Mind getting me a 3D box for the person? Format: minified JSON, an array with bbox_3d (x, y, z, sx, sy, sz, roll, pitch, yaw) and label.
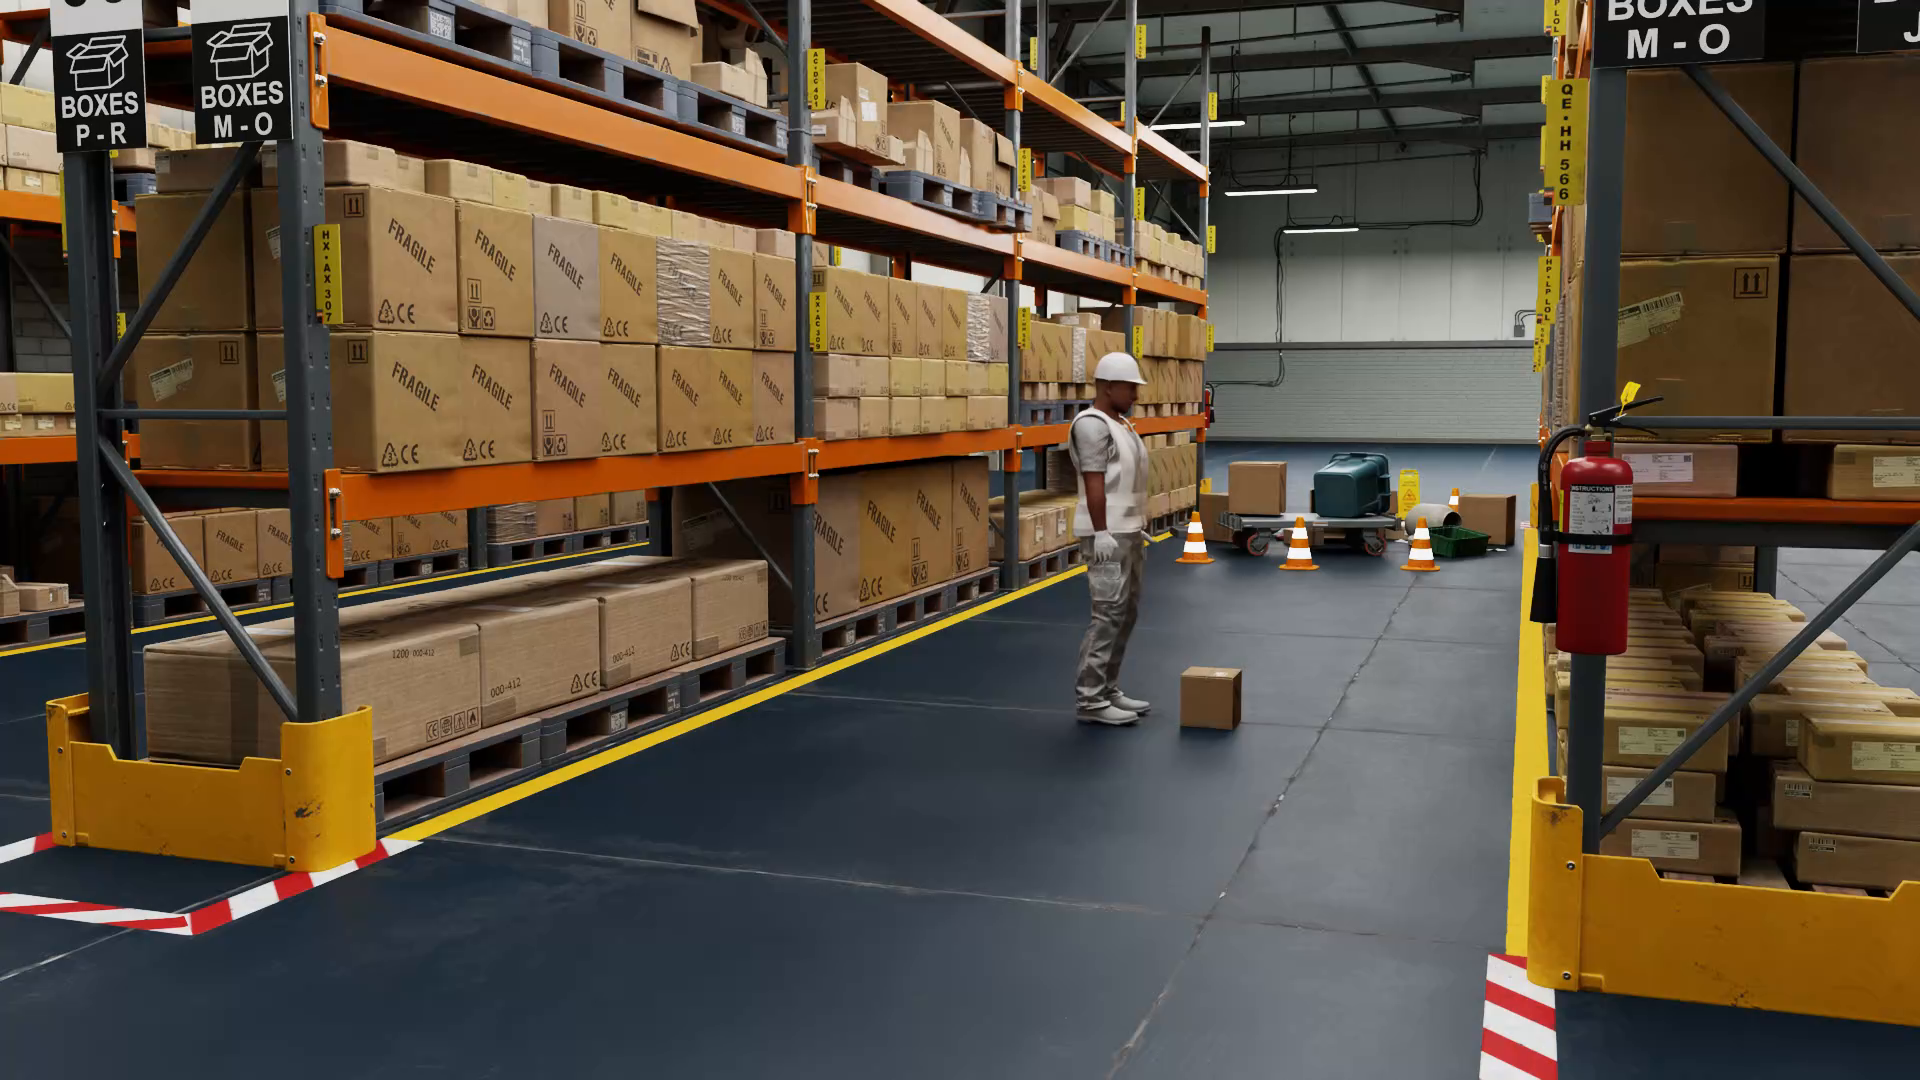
[{"bbox_3d":[0.736,-0.018,8.068,0.362,1.775,0.549,2,5,20],"label":"person"}]
